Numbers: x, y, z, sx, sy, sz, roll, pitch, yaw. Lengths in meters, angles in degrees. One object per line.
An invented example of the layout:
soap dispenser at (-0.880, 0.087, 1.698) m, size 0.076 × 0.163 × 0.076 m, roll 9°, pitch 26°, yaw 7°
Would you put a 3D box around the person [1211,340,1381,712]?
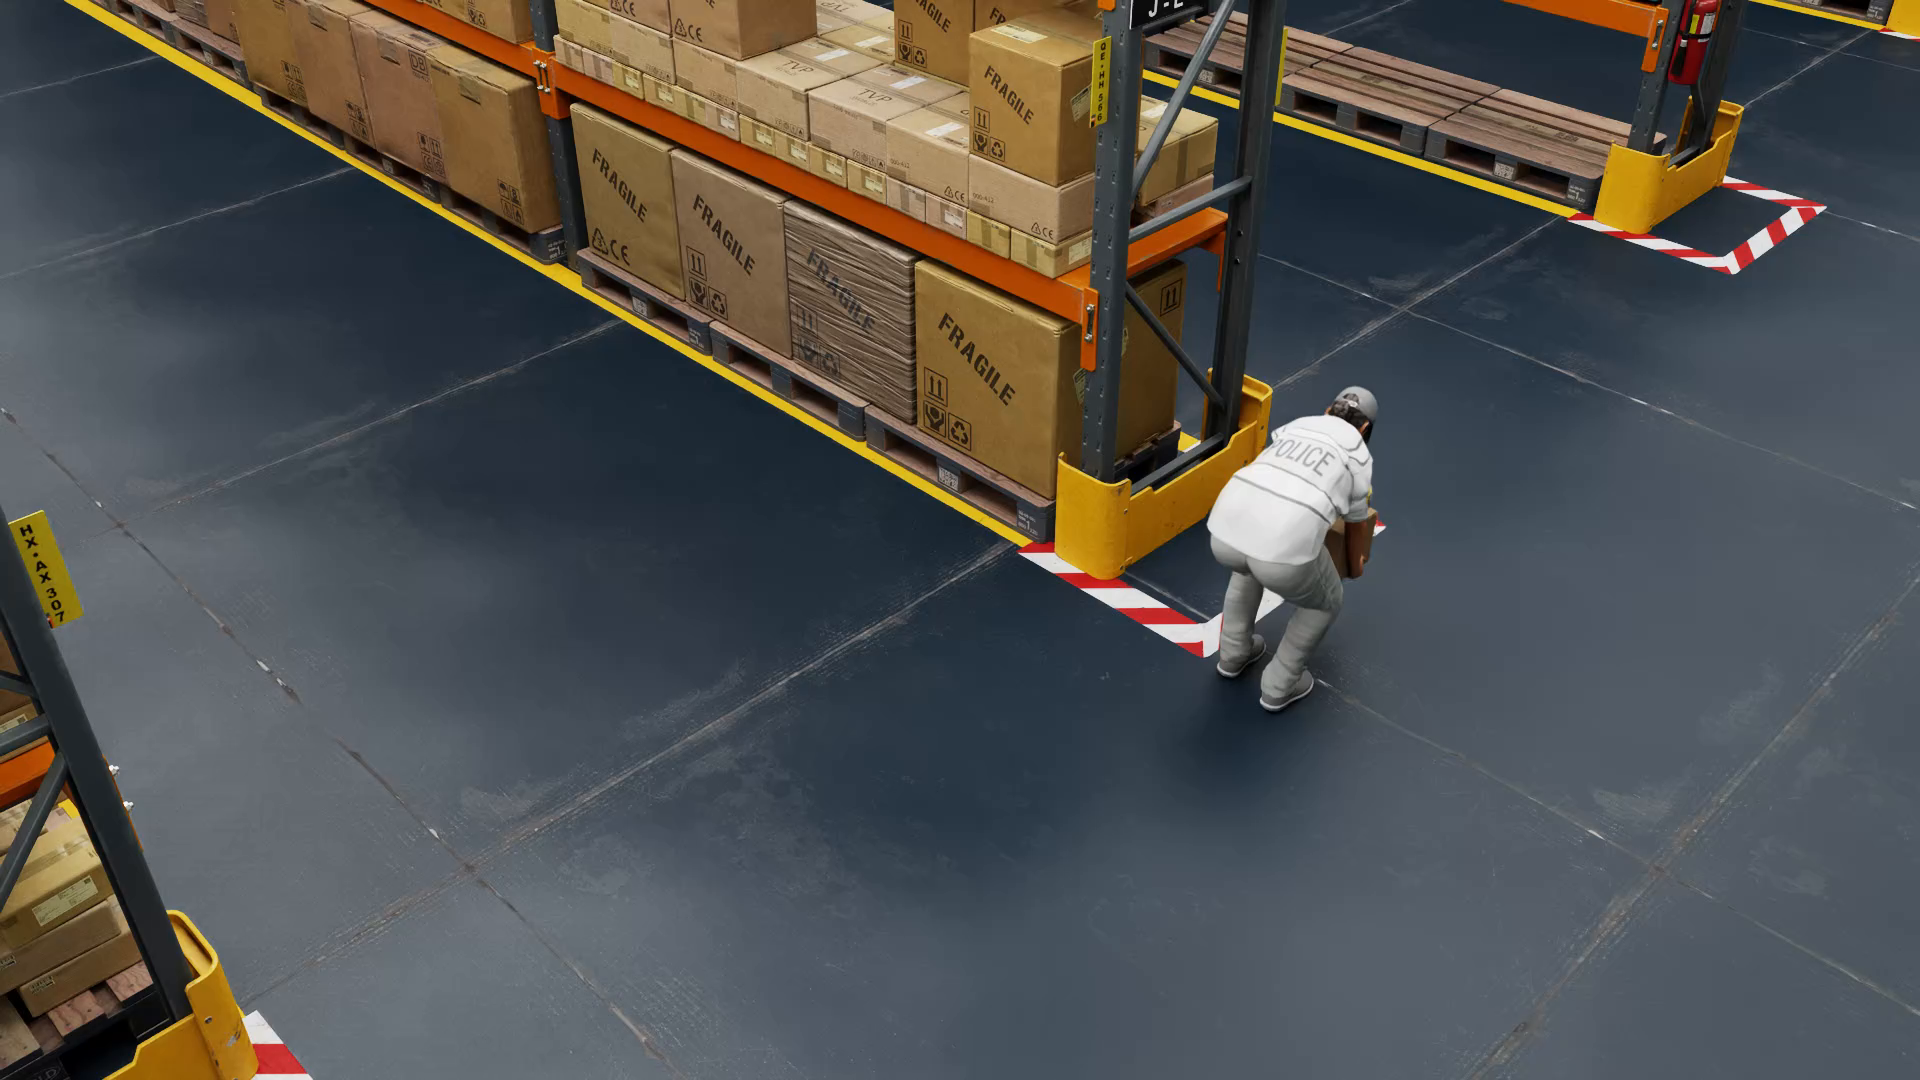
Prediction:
person at (1.323, -0.052, 6.482) m, size 0.463 × 1.363 × 0.858 m, roll 27°, pitch 43°, yaw 32°
